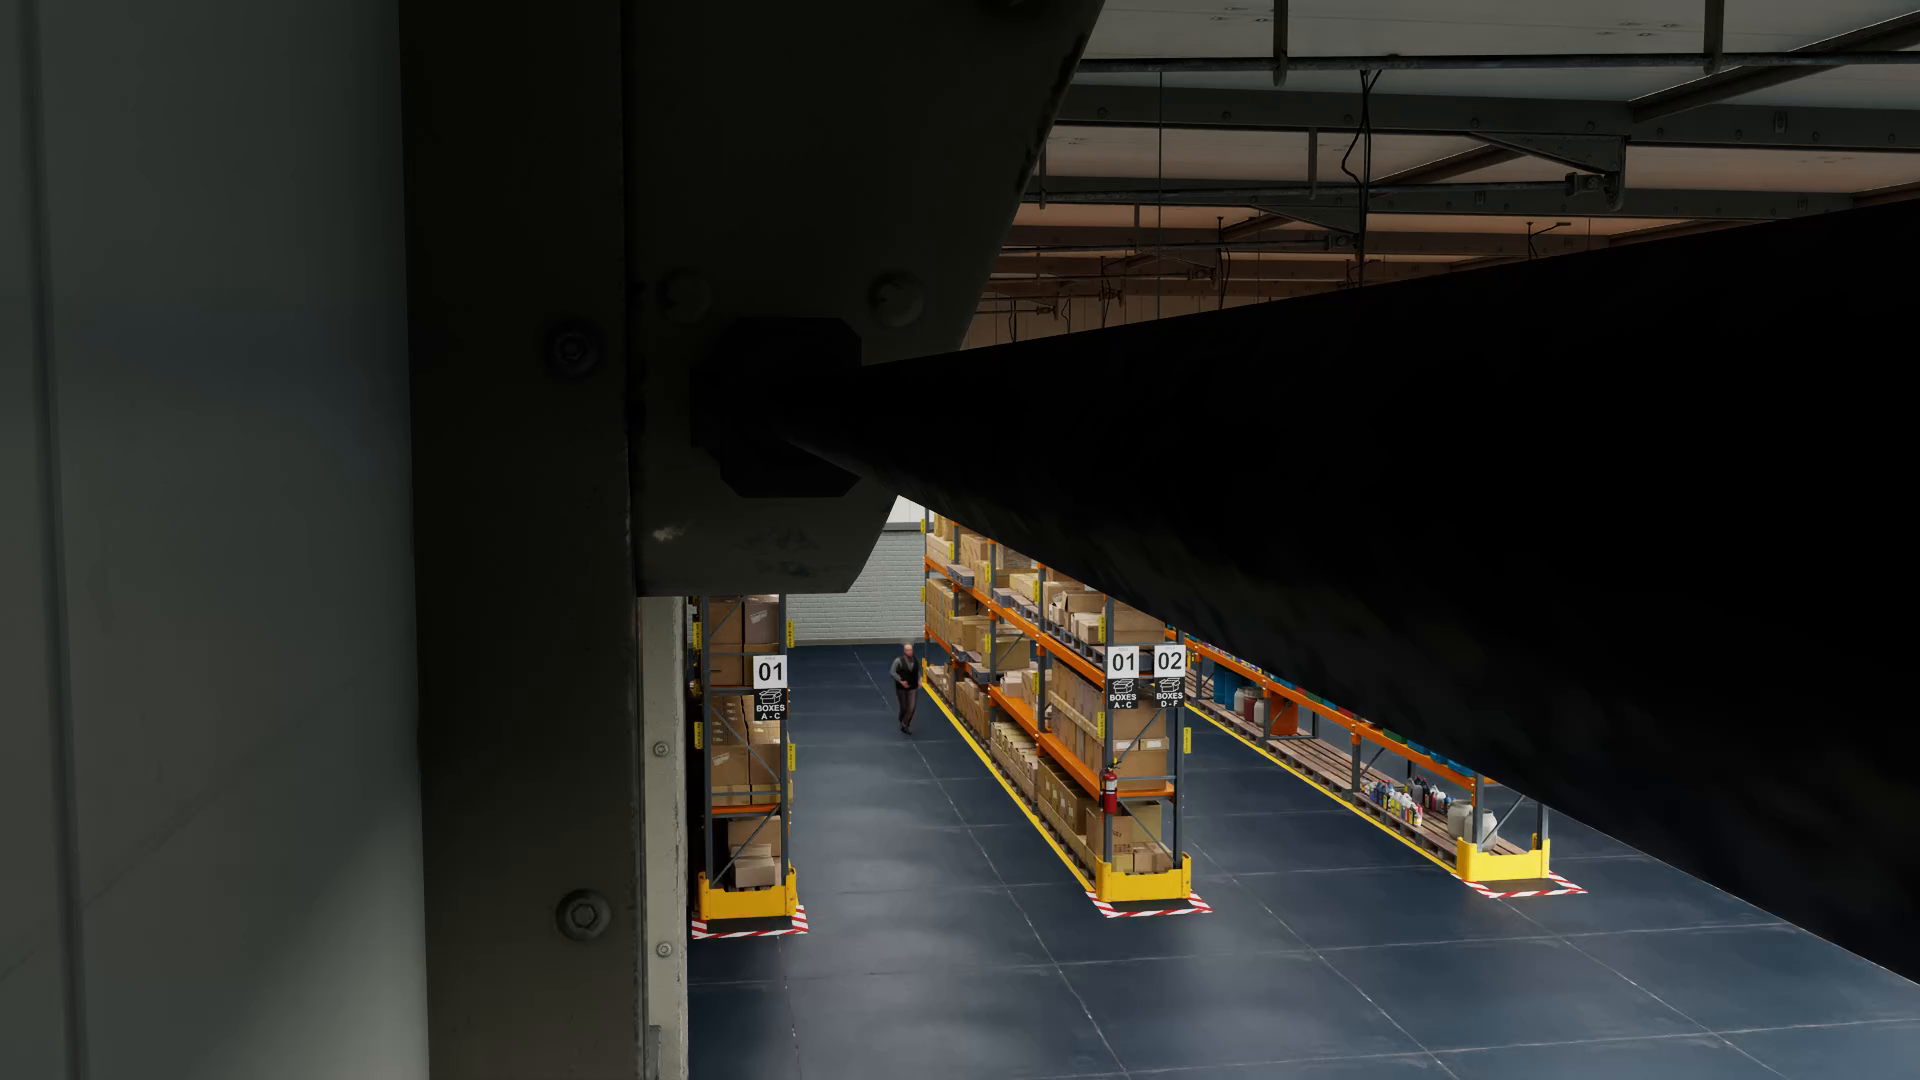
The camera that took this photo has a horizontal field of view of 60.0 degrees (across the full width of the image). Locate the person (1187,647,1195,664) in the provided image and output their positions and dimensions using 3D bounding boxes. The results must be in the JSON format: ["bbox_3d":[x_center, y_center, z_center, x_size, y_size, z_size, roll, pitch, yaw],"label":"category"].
[{"bbox_3d":[5.296,2.126,38.778,0.676,1.660,0.617,-2,5,-17],"label":"person"}]

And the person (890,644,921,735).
[{"bbox_3d":[-1.024,2.768,31.134,0.645,1.679,0.679,-2,5,-18],"label":"person"}]
